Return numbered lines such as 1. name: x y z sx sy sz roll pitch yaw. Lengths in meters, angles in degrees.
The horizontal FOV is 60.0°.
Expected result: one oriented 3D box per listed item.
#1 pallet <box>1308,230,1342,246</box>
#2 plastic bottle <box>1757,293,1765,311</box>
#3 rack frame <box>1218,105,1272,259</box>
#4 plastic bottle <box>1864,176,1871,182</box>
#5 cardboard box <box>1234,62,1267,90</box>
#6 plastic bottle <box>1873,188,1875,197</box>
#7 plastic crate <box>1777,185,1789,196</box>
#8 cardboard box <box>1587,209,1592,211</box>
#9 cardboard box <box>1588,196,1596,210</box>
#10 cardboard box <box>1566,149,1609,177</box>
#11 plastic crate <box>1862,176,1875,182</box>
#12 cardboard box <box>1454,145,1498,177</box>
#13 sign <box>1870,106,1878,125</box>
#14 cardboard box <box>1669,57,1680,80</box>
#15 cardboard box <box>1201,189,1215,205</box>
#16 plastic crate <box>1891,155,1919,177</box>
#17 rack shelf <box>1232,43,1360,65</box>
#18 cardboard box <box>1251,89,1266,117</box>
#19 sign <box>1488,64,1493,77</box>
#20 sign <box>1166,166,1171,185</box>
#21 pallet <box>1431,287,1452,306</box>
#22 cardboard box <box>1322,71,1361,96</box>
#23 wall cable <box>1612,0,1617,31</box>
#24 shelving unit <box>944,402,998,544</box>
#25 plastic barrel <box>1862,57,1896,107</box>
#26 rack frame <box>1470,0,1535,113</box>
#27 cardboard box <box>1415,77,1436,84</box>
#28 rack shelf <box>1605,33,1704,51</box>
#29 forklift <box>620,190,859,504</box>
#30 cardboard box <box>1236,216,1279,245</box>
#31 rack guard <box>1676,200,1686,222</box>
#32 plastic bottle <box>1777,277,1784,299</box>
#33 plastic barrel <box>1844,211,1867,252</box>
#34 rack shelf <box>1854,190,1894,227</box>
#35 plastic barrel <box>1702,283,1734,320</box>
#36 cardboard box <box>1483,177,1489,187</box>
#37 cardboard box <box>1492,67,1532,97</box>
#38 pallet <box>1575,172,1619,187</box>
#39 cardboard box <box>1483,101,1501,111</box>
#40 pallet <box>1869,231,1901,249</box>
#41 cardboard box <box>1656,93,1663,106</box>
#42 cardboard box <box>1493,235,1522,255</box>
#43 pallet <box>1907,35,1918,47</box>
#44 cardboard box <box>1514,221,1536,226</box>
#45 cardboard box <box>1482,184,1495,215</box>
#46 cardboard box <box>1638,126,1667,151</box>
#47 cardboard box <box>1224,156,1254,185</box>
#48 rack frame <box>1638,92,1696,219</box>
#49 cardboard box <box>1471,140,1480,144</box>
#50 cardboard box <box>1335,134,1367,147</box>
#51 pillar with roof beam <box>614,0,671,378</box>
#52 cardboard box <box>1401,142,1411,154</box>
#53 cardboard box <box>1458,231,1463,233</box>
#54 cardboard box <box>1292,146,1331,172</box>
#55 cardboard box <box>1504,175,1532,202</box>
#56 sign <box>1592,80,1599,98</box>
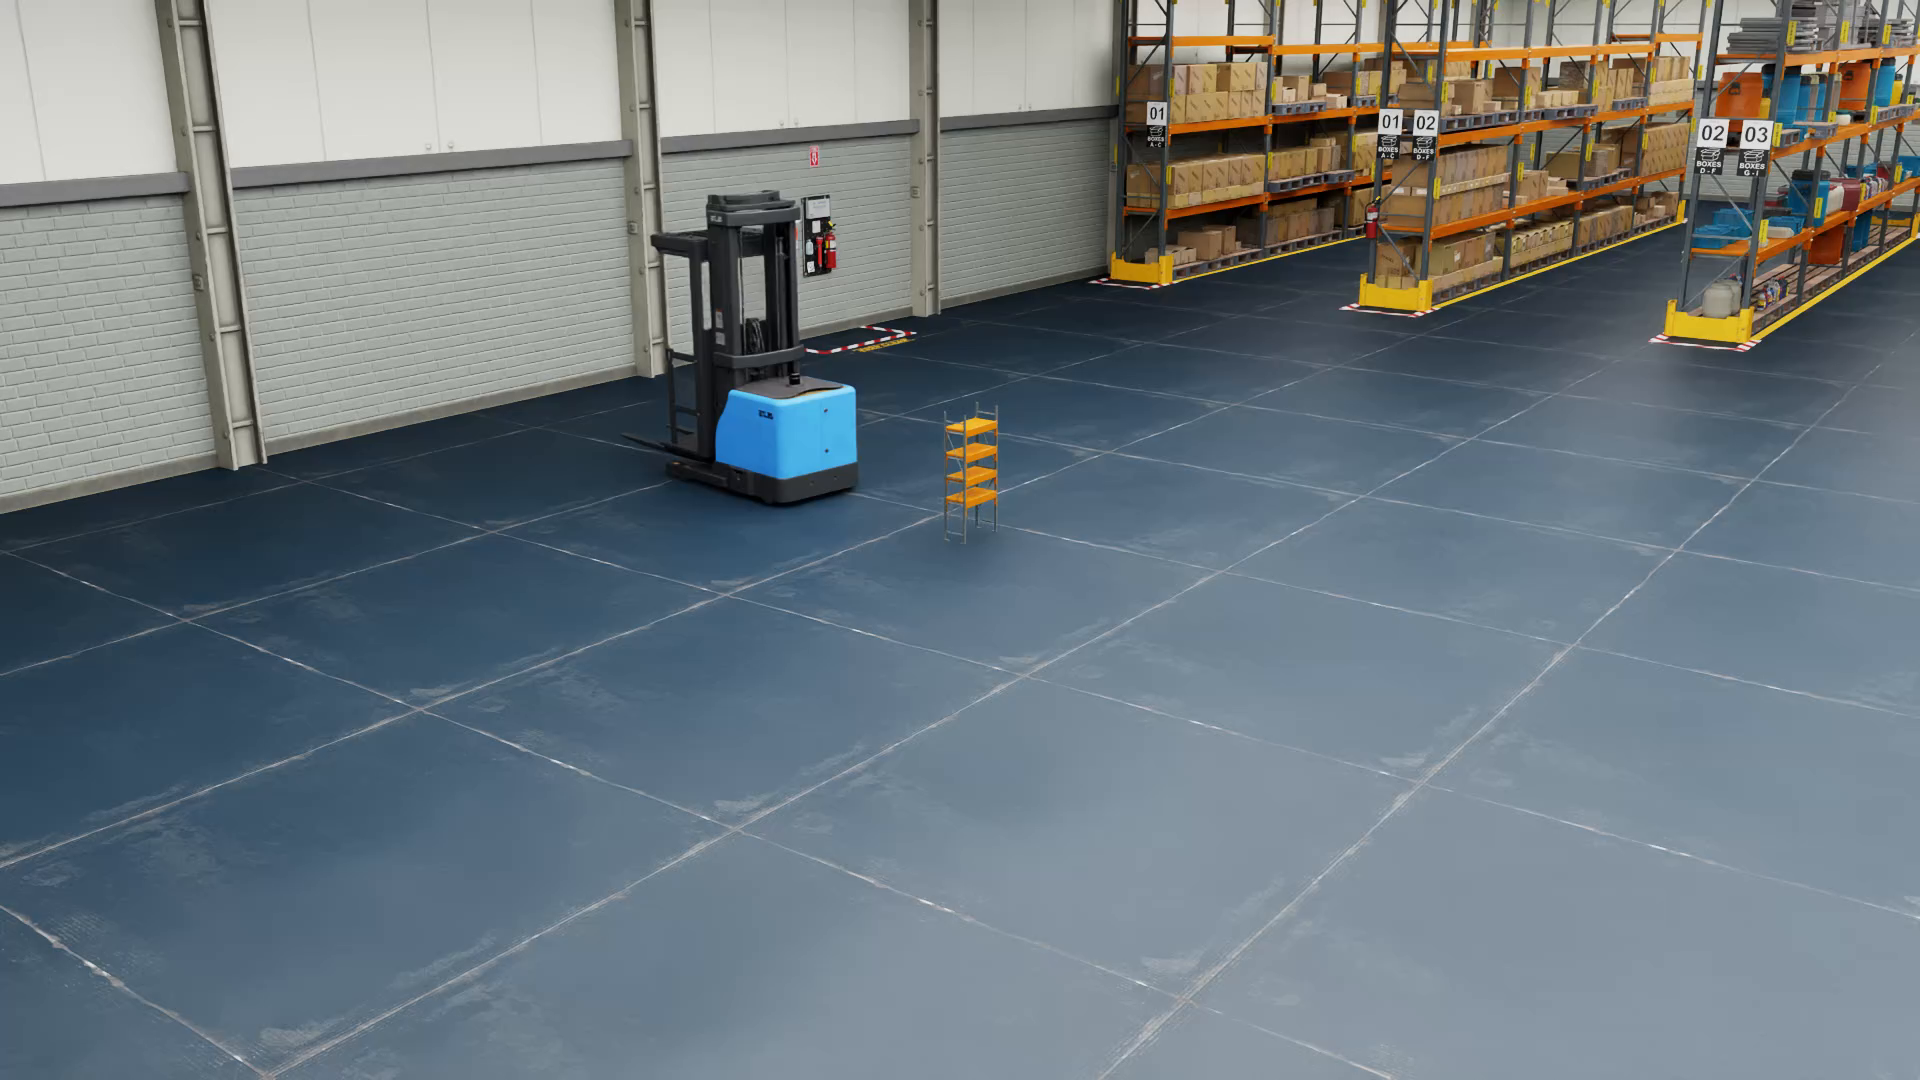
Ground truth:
1. pallet: 7.597 -6.600 36.148 1.003 0.211 1.213 12 21 35
2. plastic bottle: 12.584 -3.746 26.113 0.097 0.271 0.097 0 17 0
3. rack frame: 5.681 -7.165 33.265 1.000 3.000 0.127 12 21 35
4. plastic bottle: 17.893 -7.001 32.820 0.144 0.351 0.185 12 21 35
5. cardboard box: 5.600 -8.965 32.116 0.500 0.500 0.500 10 20 30
6. plastic bottle: 17.783 -6.802 32.432 0.097 0.201 0.097 0 17 0
7. plastic crate: 14.812 -6.067 29.621 0.402 0.464 0.583 12 21 35
8. cardboard box: 13.331 -6.894 35.864 0.500 0.500 0.500 13 21 35
9. cardboard box: 13.348 -7.260 35.780 0.500 0.250 0.500 12 21 35
10. cardboard box: 13.028 -7.846 34.580 0.500 0.500 0.700 -15 23 -40
11. plastic crate: 18.855 -7.531 34.807 0.437 0.125 0.590 12 21 35
12. cardboard box: 9.102 -6.731 29.510 0.700 0.500 0.500 12 21 35
13. sign: 16.466 -7.654 29.959 0.100 0.325 0.005 12 21 35
14. cardboard box: 15.940 -10.739 37.862 0.700 0.500 0.500 12 21 35
15. cardboard box: 4.449 -6.457 31.204 0.500 0.250 0.500 12 21 34
16. plastic crate: 20.738 -8.205 36.454 0.616 0.435 0.499 12 21 35
17. rack shelf: 6.872 -9.972 34.076 1.077 0.370 4.000 12 21 35
18. cardboard box: 5.577 -8.490 32.273 0.500 0.500 0.500 13 22 36
19. sign: 13.258 -11.742 41.585 0.100 0.325 0.005 12 21 35
20. sign: 3.733 -6.530 29.760 0.100 0.325 0.005 12 21 35
21. pallet: 7.700 -4.196 28.405 1.003 0.211 1.213 12 21 35
22. cardboard box: 8.301 -9.932 36.206 0.700 0.500 0.500 11 20 30
23. wall cable: 18.660 -14.623 43.886 3.097 2.526 0.112 12 21 35
24. shelving unit: 0.099 -0.612 15.199 0.258 1.200 0.503 12 21 35
25. plastic barrel: 17.510 -8.759 31.786 0.600 0.901 0.708 12 21 35
26. rack frame: 9.661 -9.156 29.560 1.000 3.000 0.127 12 21 35
27. cardboard box: 11.071 -10.798 39.281 0.500 0.250 0.500 12 21 35
28. rack shelf: 15.620 -11.192 37.337 1.077 0.370 4.000 12 21 35
29. forklift: -2.426 -2.105 17.086 3.031 2.935 1.130 16 24 42
30. cardboard box: 6.106 -6.360 34.145 0.700 0.500 0.500 13 22 37
31. rack guard: 16.766 -7.937 39.966 1.175 0.500 0.348 12 21 35
32. plastic bottle: 13.370 -4.110 27.150 0.144 0.351 0.185 11 20 32
33. plastic barrel: 17.644 -6.223 33.062 0.600 0.901 0.708 12 21 35
34. rack shelf: 17.212 -6.500 32.337 1.077 0.370 4.000 12 21 35
35. plastic barrel: 11.584 -3.645 25.415 0.421 0.512 0.421 0 17 0
36. cardboard box: 9.063 -6.304 29.229 0.380 0.149 0.250 12 21 34
37. cardboard box: 10.060 -8.350 30.304 0.500 0.500 0.500 13 21 35
38. pallet: 13.200 -7.616 35.040 1.003 0.211 1.213 12 21 35
39. cardboard box: 9.162 -7.535 28.878 0.380 0.149 0.250 12 21 35
40. pallet: 19.537 -6.462 35.703 1.003 0.211 1.213 12 21 35
41. cardboard box: 15.217 -9.747 36.776 0.500 0.250 0.500 12 21 35
42. cardboard box: 10.107 -5.500 30.887 0.500 0.311 0.500 13 21 35
43. pallet: 17.935 -9.701 32.309 1.003 0.211 1.213 12 21 35
44. cardboard box: 11.190 -6.199 33.137 0.500 0.311 0.500 12 21 33
45. cardboard box: 9.093 -6.105 29.682 0.700 0.500 0.500 12 21 34
46. cardboard box: 15.548 -9.029 37.413 0.500 0.500 0.500 12 21 33
47. cardboard box: 5.354 -7.174 32.249 0.500 0.500 0.500 12 21 34
48. rack frame: 16.811 -9.149 39.653 1.000 3.000 0.127 12 21 35
49. cardboard box: 12.535 -10.043 42.028 0.980 0.700 0.700 14 22 37
50. cardboard box: 8.559 -8.745 36.384 0.500 0.250 0.500 13 22 36
51. pillar with roof beam: -0.673 -5.778 18.683 9.100 9.000 0.400 12 21 35
52. cardboard box: 10.079 -8.992 38.445 0.500 0.500 0.500 13 21 35
53. cardboard box: 8.842 -5.361 30.118 0.500 0.500 0.500 12 21 35
54. cardboard box: 7.481 -8.124 35.443 0.700 0.500 0.500 10 20 30
55. cardboard box: 10.446 -6.644 31.418 0.500 0.500 0.500 14 22 39
56. sign: 12.485 -8.861 32.662 0.100 0.325 0.005 12 21 35
